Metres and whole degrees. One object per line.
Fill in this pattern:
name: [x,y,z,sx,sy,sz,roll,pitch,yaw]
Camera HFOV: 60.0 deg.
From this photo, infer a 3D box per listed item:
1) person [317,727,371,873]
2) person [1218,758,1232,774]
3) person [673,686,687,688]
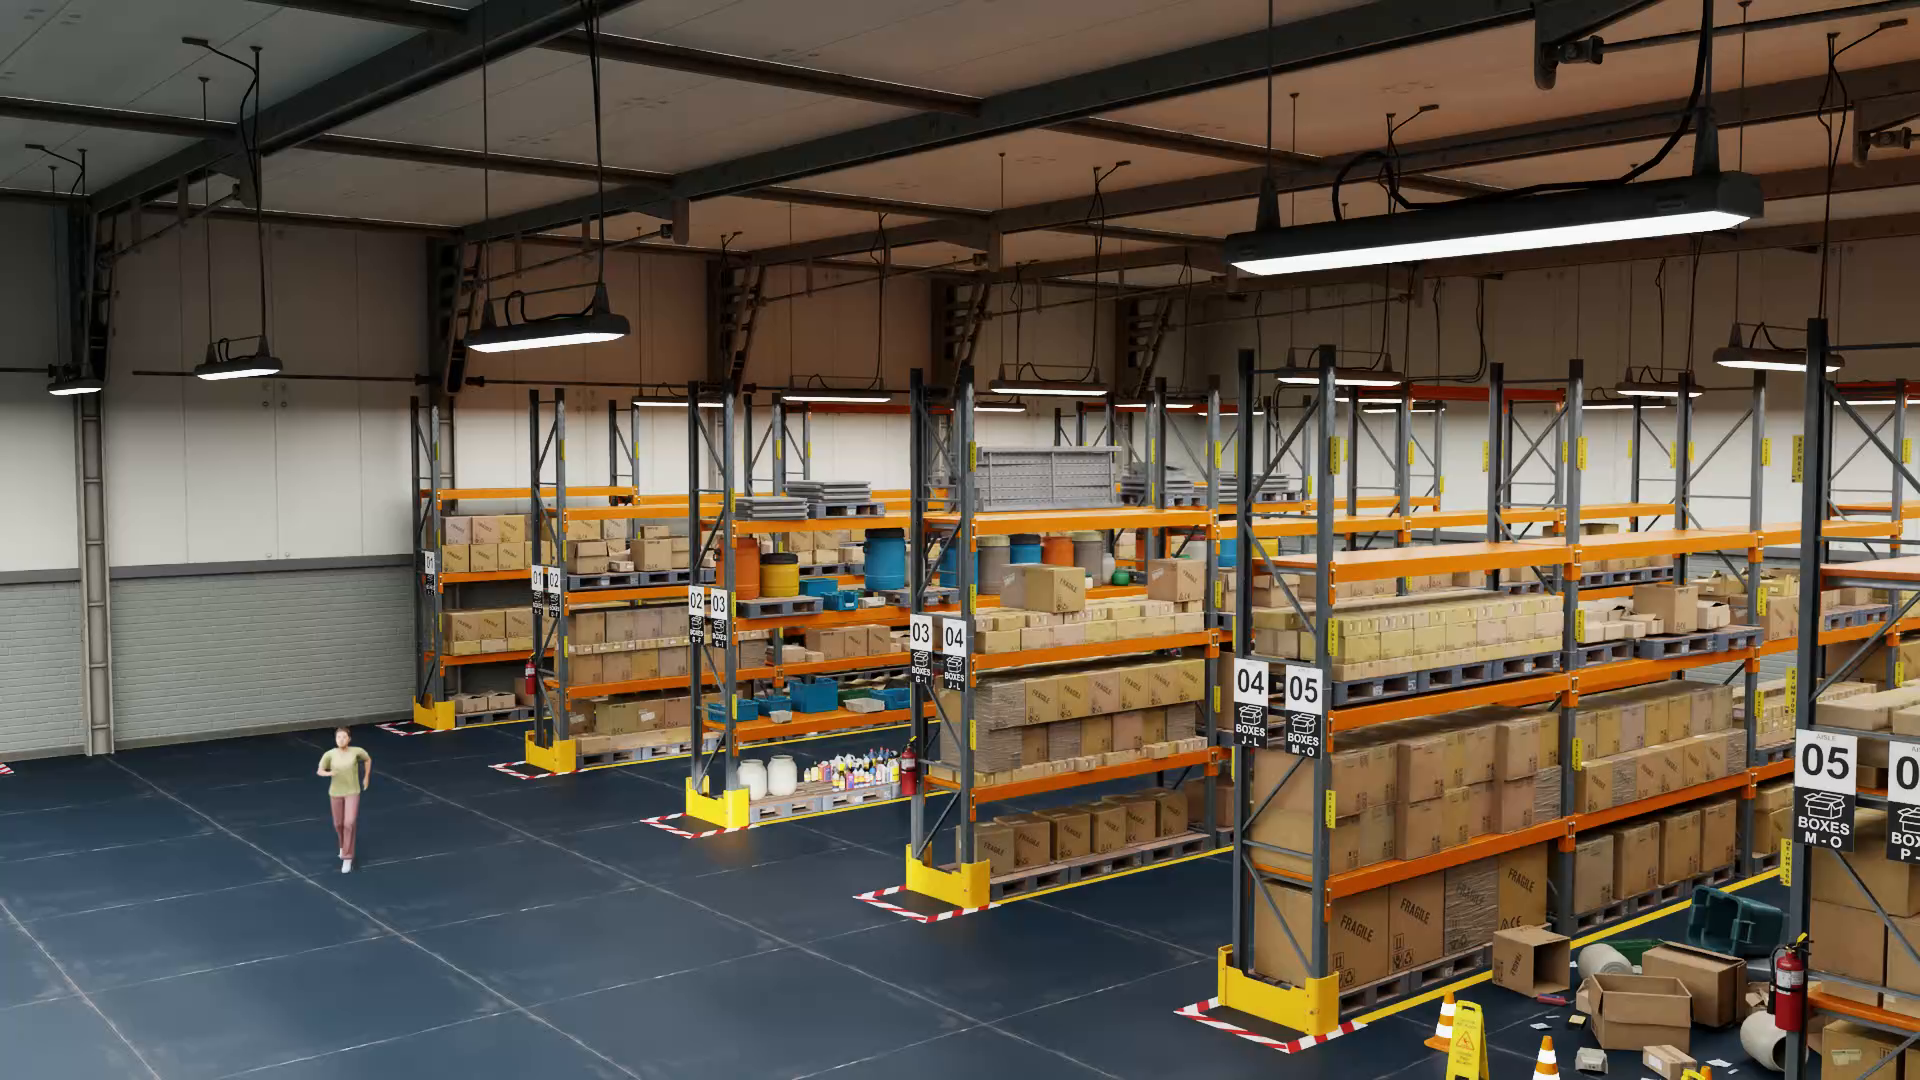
person: [-7.496,3.113,20.234,0.592,1.696,0.895,-1,3,-12]
person: [3.864,2.872,24.279,0.639,1.728,0.668,-3,5,-44]
person: [-5.011,2.551,29.837,1.096,1.781,0.664,-3,5,-43]
